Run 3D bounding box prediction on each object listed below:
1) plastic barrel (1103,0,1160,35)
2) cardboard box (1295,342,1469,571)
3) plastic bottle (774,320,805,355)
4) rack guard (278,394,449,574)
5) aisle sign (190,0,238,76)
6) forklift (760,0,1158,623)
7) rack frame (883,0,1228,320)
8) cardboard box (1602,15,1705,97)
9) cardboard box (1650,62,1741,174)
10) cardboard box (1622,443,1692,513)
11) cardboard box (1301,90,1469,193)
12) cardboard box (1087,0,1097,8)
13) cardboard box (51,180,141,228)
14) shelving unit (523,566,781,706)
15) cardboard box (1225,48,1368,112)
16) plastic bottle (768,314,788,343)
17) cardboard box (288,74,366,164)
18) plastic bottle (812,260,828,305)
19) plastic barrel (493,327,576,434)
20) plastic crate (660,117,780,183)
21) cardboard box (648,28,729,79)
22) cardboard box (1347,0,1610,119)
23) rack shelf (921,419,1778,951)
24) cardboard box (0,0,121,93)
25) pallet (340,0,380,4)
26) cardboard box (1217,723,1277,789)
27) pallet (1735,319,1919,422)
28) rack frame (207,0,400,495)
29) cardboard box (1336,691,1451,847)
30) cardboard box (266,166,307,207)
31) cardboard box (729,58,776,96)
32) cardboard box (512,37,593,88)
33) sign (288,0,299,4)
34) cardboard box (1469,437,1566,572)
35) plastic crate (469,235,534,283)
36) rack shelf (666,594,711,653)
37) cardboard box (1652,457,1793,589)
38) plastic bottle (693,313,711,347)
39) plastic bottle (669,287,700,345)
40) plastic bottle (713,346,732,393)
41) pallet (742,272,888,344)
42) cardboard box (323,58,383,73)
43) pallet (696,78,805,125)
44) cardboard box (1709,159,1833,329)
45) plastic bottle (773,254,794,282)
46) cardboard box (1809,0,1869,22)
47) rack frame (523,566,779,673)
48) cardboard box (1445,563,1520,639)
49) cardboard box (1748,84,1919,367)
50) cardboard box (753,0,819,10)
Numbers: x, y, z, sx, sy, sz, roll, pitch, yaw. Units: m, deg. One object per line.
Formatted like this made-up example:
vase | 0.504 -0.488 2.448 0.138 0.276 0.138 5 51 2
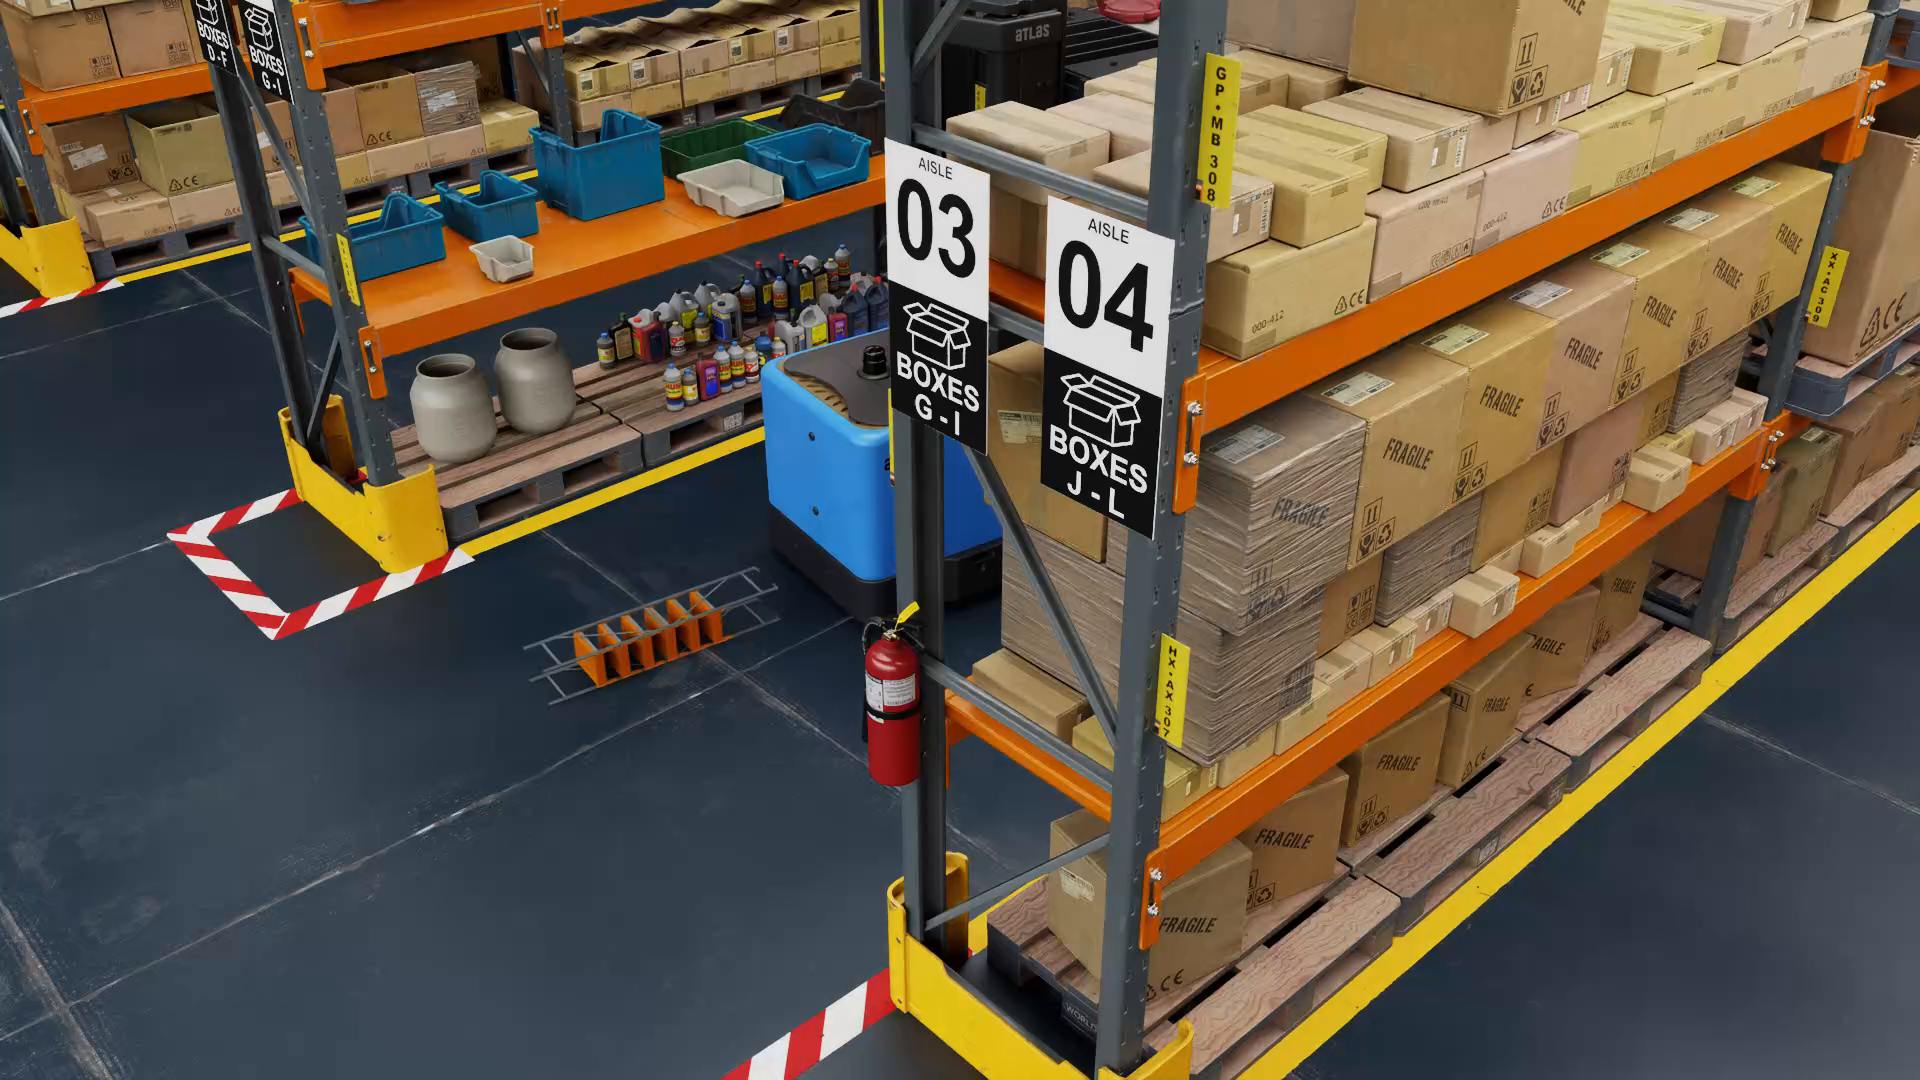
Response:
plastic barrel | 1.142 -3.326 11.184 0.433 0.535 0.433 0 31 0
cardboard box | 1.148 -0.301 5.027 0.500 0.500 0.500 -26 40 -35
plastic bottle | -1.022 -1.201 10.027 0.135 0.276 0.152 -25 39 -35
rack guard | -3.156 -0.312 8.781 0.348 0.500 1.175 -26 40 -35
aisle sign | -3.435 -2.531 7.522 0.004 0.787 0.394 -26 40 -35
forklift | 0.514 -1.434 8.286 3.031 2.935 1.130 -20 37 -29
rack frame | 0.188 -1.998 3.392 0.127 3.000 1.000 -26 40 -35
cardboard box | 2.116 -1.548 5.293 0.250 0.149 0.380 -24 39 -33
cardboard box | 2.204 -1.448 5.511 0.500 0.250 0.500 -26 40 -36
cardboard box | 2.642 -0.280 6.573 0.250 0.149 0.380 -26 40 -35
cardboard box | 1.152 -1.095 4.552 0.250 0.149 0.380 -24 39 -34
cardboard box | 1.351 -5.973 17.617 0.500 0.500 0.500 -25 39 -35
cardboard box | -6.353 -2.539 12.260 0.500 0.250 0.500 -26 40 -35
shelving unit | -1.433 0.440 7.845 1.200 0.189 0.258 -20 37 -29
cardboard box | 1.010 -1.367 4.997 0.250 0.149 0.380 -25 40 -35
plastic bottle | -1.095 -1.244 10.092 0.133 0.283 0.061 -26 40 -35
cardboard box | -4.899 -3.192 12.609 0.500 0.500 0.500 -26 40 -35
plastic bottle | -0.924 -1.670 10.788 0.133 0.283 0.061 -26 40 -35
plastic barrel | -2.382 -0.892 9.315 0.421 0.512 0.421 0 31 0
plastic crate | -1.434 -2.288 9.820 0.662 0.188 0.450 -26 40 -35
cardboard box | -2.390 -4.305 14.610 0.500 0.311 0.500 -27 41 -37
cardboard box | 1.460 -1.525 4.633 0.500 0.500 0.500 -26 40 -36
rack shelf | 1.654 0.159 6.305 4.000 0.370 1.077 -26 40 -35
cardboard box | -6.194 -3.433 11.393 0.500 0.500 0.700 -26 40 -35
pallet | -2.507 -2.789 7.741 1.213 0.211 1.003 -26 40 -35
cardboard box | 0.755 0.577 5.172 0.250 0.149 0.380 -26 40 -35
pallet | 3.780 -0.991 7.680 1.213 0.211 1.003 -26 40 -35
rack frame | -3.180 -1.334 8.056 0.127 3.000 1.000 -26 40 -35
cardboard box | 1.544 0.793 6.571 0.500 0.500 0.500 -22 38 -31
cardboard box | -5.269 -2.697 12.518 0.500 0.250 0.500 -26 40 -35
cardboard box | -2.020 -4.249 15.056 0.500 0.250 0.500 -25 39 -35
cardboard box | -3.510 -4.147 14.353 0.500 0.311 0.500 -26 40 -35
sign | -2.809 -2.405 6.924 0.005 0.325 0.100 -26 40 -35
cardboard box | 1.665 -0.350 6.066 0.500 0.500 0.875 -26 40 -35
plastic crate | -2.305 -1.415 8.442 0.250 0.136 0.298 -26 40 -35
rack shelf | -1.298 0.391 7.925 0.103 0.180 0.258 -20 37 -29
cardboard box | 3.586 -0.189 8.157 0.700 0.500 0.500 26 40 35
plastic bottle | -1.593 -1.304 10.268 0.097 0.201 0.097 0 31 0
plastic bottle | -1.707 -1.399 10.280 0.185 0.351 0.144 -24 39 -34
plastic bottle | -1.387 -1.003 9.708 0.097 0.271 0.097 0 31 0
pallet | -0.768 -1.340 10.740 1.213 0.211 1.003 -26 40 -35
cardboard box | -4.898 -3.575 13.236 0.500 0.500 0.500 -26 40 -35
pallet | -2.203 -4.170 15.367 1.213 0.211 1.003 -26 40 -35
cardboard box | 2.978 -1.189 6.480 0.500 0.500 0.500 -26 40 -35
plastic bottle | -1.121 -1.682 10.744 0.185 0.351 0.144 -25 39 -34
cardboard box | 3.079 -2.018 6.061 0.250 0.149 0.380 -24 39 -34
rack frame | -1.433 0.362 7.797 1.200 0.006 0.240 -20 37 -29
cardboard box | 1.725 0.163 5.848 0.250 0.149 0.380 -26 40 -35
cardboard box | 3.799 -1.521 7.385 1.000 1.000 1.000 -26 40 -35
cardboard box | -1.642 -5.050 15.829 0.500 0.311 0.500 -27 40 -37
